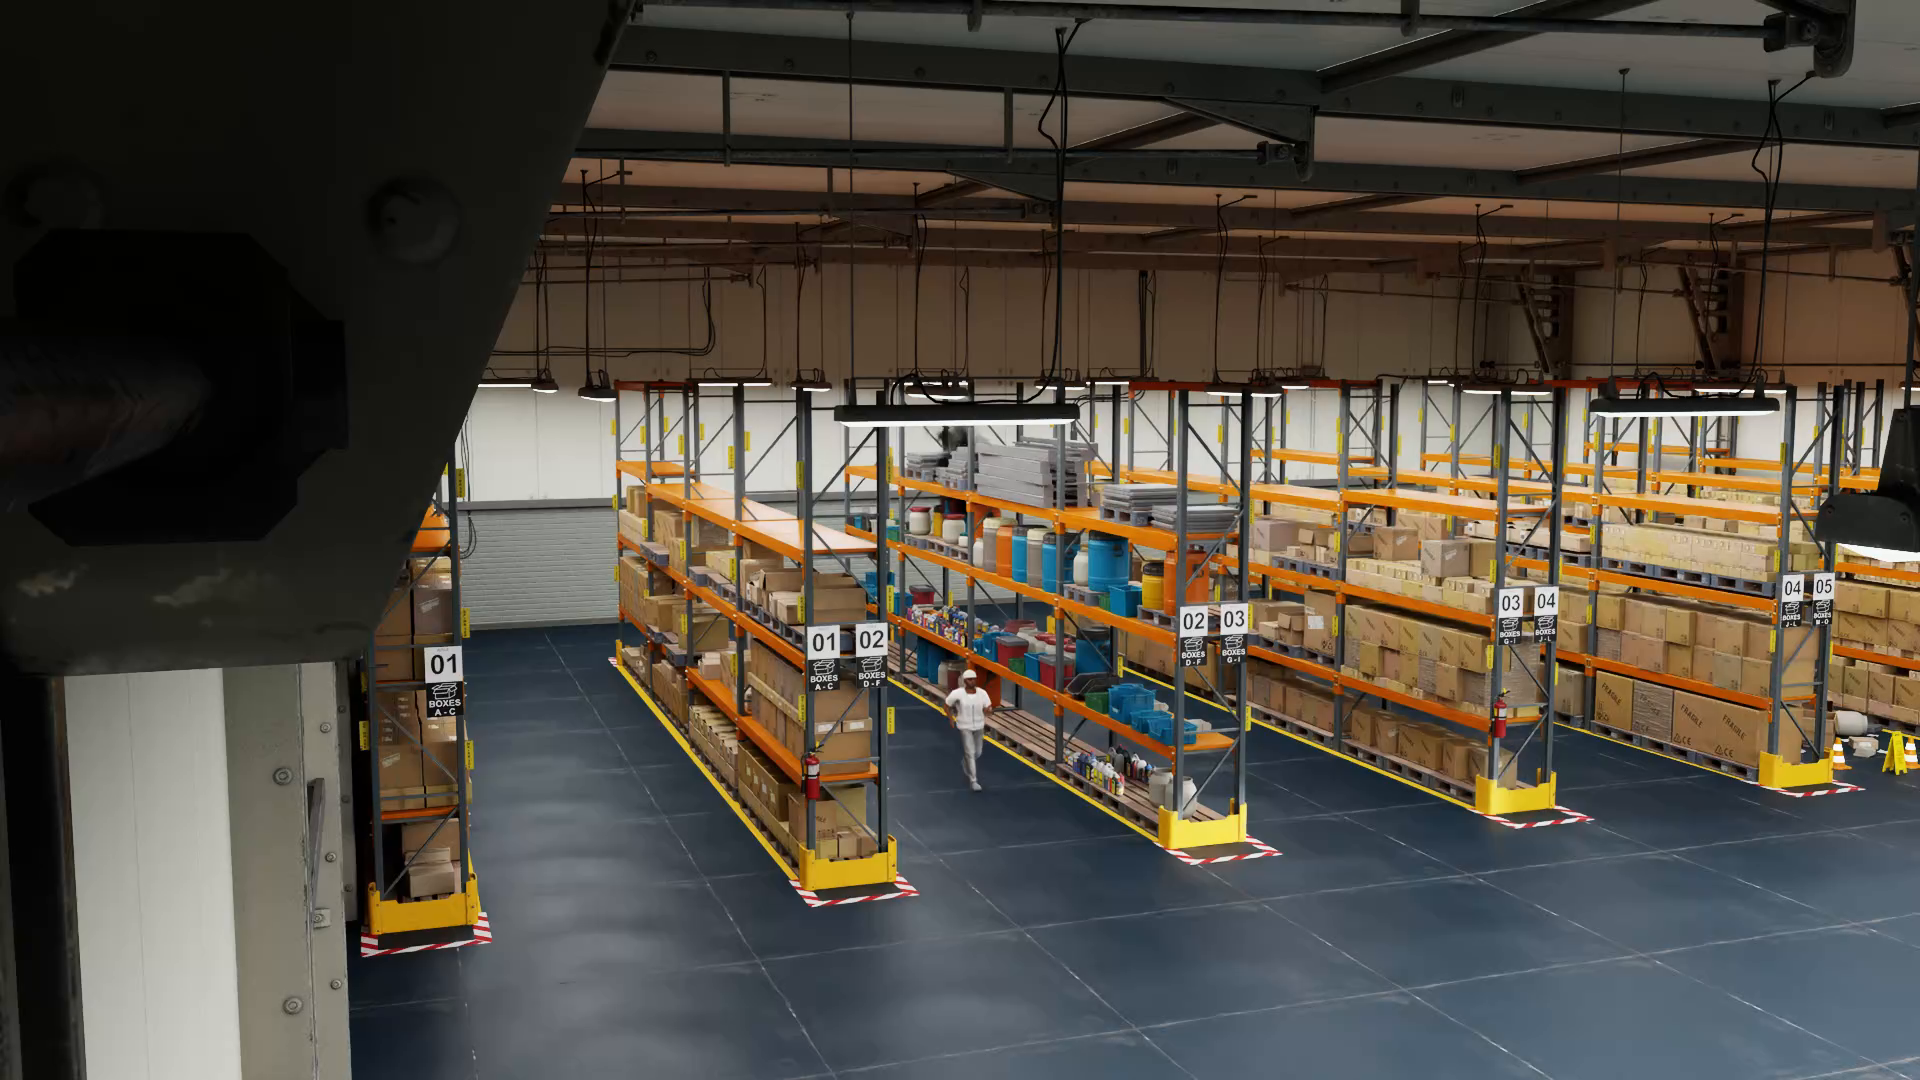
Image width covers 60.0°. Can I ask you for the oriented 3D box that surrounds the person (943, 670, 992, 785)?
[{"bbox_3d":[0.134,2.775,24.964,0.710,1.683,0.798,-3,7,-22],"label":"person"}]

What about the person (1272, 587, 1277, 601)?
[{"bbox_3d":[7.810,1.260,41.241,0.677,1.434,0.542,2,6,21],"label":"person"}]

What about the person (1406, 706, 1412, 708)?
[{"bbox_3d":[8.245,2.193,30.855,0.667,1.750,0.915,-3,7,-24],"label":"person"}]

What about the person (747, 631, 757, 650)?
[{"bbox_3d":[-4.351,1.883,34.448,0.642,1.669,0.616,-3,7,-29],"label":"person"}]
